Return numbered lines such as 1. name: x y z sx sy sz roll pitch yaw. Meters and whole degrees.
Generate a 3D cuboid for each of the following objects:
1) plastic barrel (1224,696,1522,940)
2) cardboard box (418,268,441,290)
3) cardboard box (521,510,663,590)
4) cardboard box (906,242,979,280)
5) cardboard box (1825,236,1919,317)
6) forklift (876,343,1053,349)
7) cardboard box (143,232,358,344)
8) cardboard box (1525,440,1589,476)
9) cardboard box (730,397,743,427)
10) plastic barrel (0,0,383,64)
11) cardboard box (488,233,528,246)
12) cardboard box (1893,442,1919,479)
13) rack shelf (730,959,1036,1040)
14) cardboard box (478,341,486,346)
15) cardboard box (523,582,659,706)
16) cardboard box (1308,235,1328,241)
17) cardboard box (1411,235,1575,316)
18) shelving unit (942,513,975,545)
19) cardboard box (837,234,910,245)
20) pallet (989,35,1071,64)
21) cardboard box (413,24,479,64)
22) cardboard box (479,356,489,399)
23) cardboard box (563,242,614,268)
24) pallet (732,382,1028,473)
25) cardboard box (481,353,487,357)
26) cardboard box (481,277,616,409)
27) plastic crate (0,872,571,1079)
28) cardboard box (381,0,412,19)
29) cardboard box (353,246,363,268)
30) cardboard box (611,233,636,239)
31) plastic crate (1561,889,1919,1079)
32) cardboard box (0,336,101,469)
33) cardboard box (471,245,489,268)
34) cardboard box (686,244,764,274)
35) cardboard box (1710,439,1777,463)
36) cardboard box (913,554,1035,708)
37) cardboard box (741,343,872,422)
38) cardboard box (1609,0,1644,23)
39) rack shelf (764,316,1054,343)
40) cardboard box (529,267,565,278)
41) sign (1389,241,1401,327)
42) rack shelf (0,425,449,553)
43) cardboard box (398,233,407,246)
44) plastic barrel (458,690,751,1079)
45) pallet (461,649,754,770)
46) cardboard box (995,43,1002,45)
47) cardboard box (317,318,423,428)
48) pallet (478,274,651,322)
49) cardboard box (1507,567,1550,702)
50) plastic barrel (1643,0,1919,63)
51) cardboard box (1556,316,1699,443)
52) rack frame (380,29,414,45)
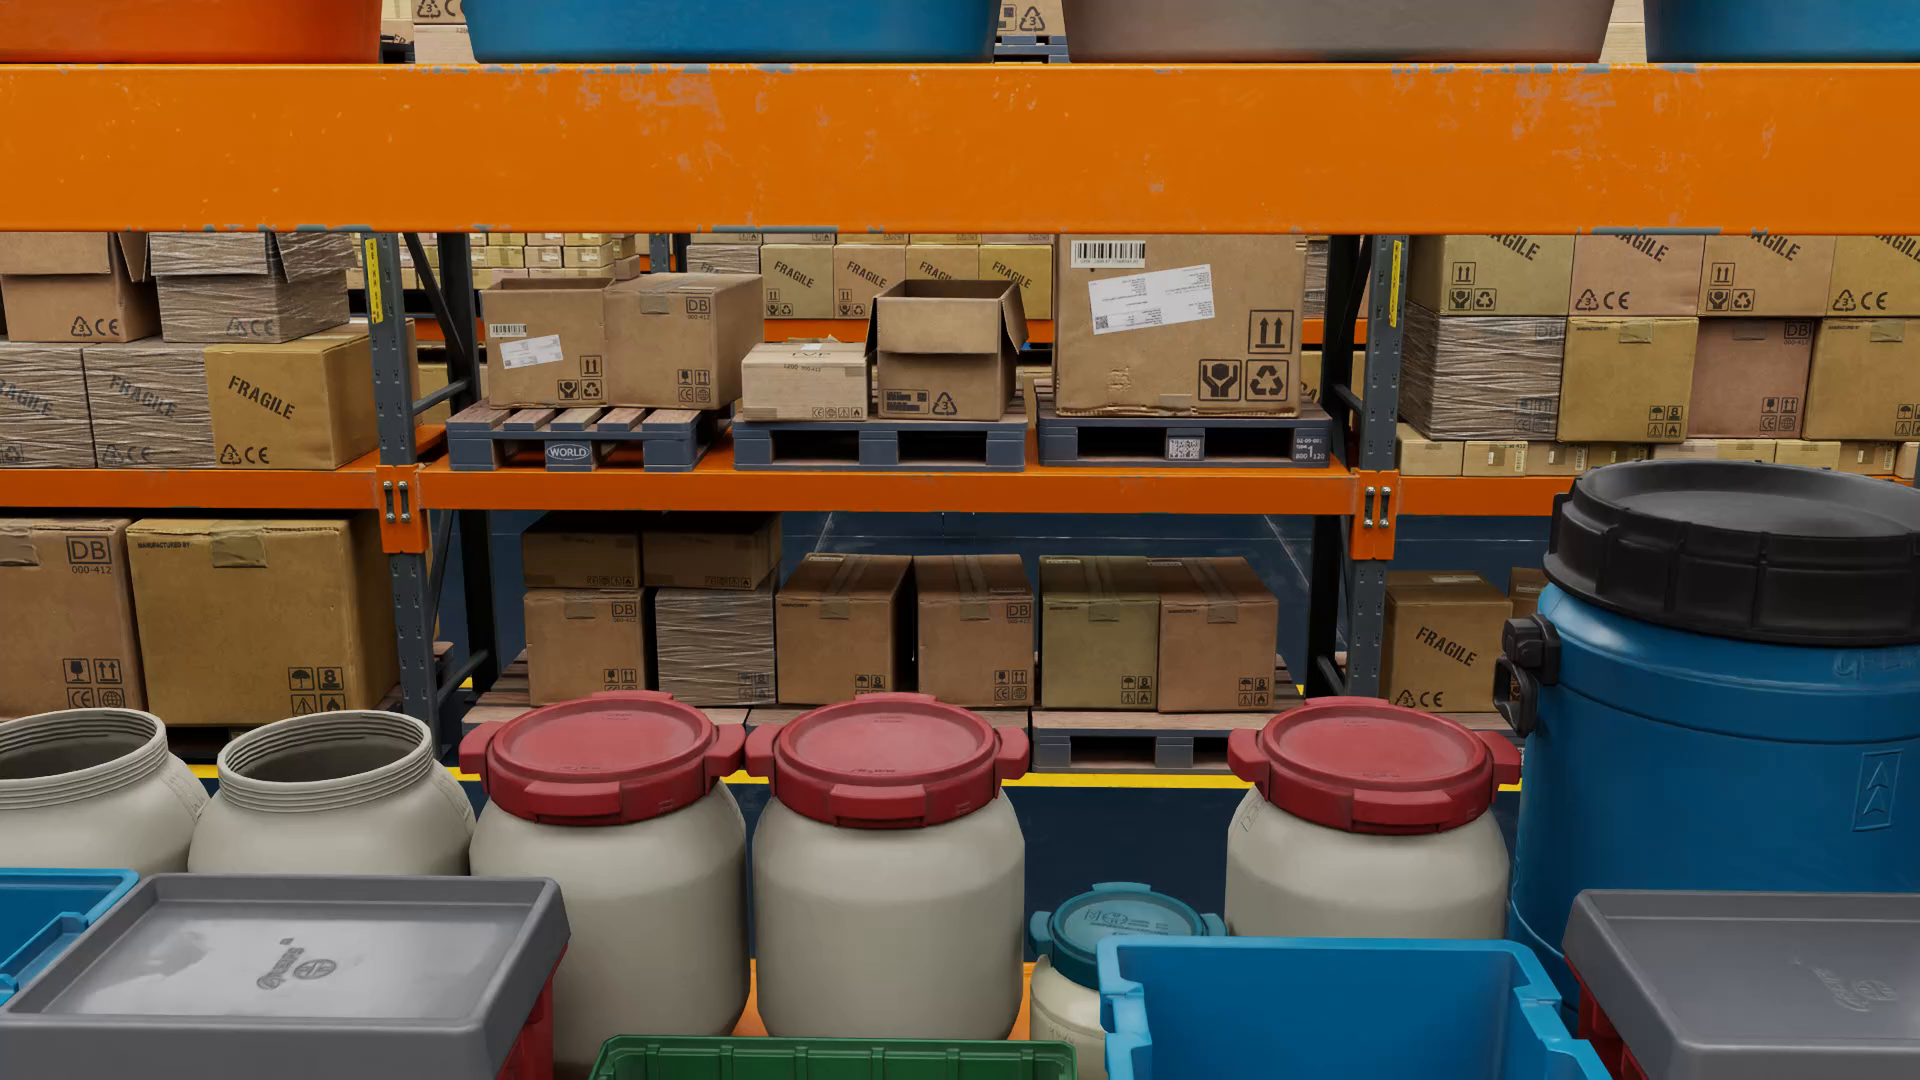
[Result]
1. plastic barrel: 0.623 0.559 2.574 0.433 0.535 0.433 0 15 0
2. cardboard box: -3.599 -1.841 11.609 0.250 0.149 0.380 0 15 -1
3. cardboard box: -1.628 0.028 7.421 0.500 0.250 0.500 1 15 4
4. cardboard box: -0.119 -1.833 11.712 0.500 0.500 0.500 0 15 1
5. cardboard box: 3.643 -1.177 6.683 0.500 0.500 0.500 0 15 1
6. forklift: 0.627 -2.630 15.064 3.031 2.935 1.130 -14 20 -42
7. cardboard box: -3.029 -1.144 7.135 0.637 0.503 0.797 1 15 3
8. cardboard box: 2.407 -0.377 6.881 0.250 0.149 0.380 0 15 1
9. cardboard box: -1.465 -0.955 12.165 0.750 0.750 1.050 0 15 1
10. plastic barrel: -0.956 -0.932 1.771 0.708 0.830 0.600 0 15 1
11. cardboard box: -3.086 -2.126 11.520 0.250 0.149 0.380 1 15 3
12. cardboard box: 3.906 -0.361 6.819 0.250 0.149 0.380 0 15 1
13. rack shelf: -0.426 1.022 2.497 4.000 0.370 1.077 0 15 1
14. cardboard box: -4.519 -2.343 17.184 0.875 0.875 0.875 1 15 3
15. cardboard box: -1.628 0.393 7.507 0.500 0.500 0.700 0 15 -2
16. cardboard box: 2.296 -2.424 11.736 0.550 0.550 0.875 0 15 1
17. cardboard box: 2.143 -1.184 6.708 0.500 0.500 0.500 0 15 1
18. shelving unit: -0.008 -0.435 10.725 0.210 0.900 0.258 0 15 1
19. cardboard box: -0.604 -2.387 11.851 0.500 0.500 0.700 0 15 1
20. pallet: 0.049 -1.973 6.925 1.003 0.211 1.213 0 15 1
21. cardboard box: -1.835 -1.912 6.621 0.500 0.250 0.500 1 15 2
22. cardboard box: -3.266 -1.161 11.969 0.500 0.250 0.500 1 15 2
23. cardboard box: -2.576 -1.979 11.546 0.250 0.149 0.380 1 15 3
24. pallet: -0.319 -0.507 7.257 1.213 0.211 1.003 0 15 1
25. cardboard box: -3.261 -1.293 12.467 0.500 0.250 0.500 0 15 1
26. cardboard box: -1.758 -0.860 7.201 0.500 0.500 0.500 -1 15 -5
27. plastic crate: -0.818 0.719 2.110 0.583 0.464 0.402 0 15 1
28. cardboard box: -3.768 -3.675 11.311 0.258 0.266 0.396 0 15 1
29. cardboard box: -4.124 -1.988 11.582 0.250 0.149 0.380 0 15 0
30. cardboard box: -2.532 -2.288 12.135 0.250 0.149 0.380 0 15 2
31. plastic crate: 1.082 0.731 2.064 0.583 0.464 0.402 0 15 1
32. cardboard box: -3.816 -0.598 7.029 0.500 0.500 0.500 0 15 0
33. cardboard box: -3.357 -1.983 11.562 0.250 0.149 0.380 0 15 2
34. cardboard box: -1.629 -1.843 11.749 0.500 0.500 0.500 1 15 2
35. cardboard box: 3.157 -0.375 6.872 0.250 0.149 0.380 0 15 1
36. cardboard box: 0.051 0.399 7.485 0.500 0.500 0.700 -1 15 -3
37. cardboard box: -0.629 -0.663 6.944 0.500 0.250 0.500 0 15 0
38. cardboard box: 2.557 -2.074 6.455 0.250 0.149 0.380 0 15 2
39. rack shelf: -0.072 -1.505 12.076 4.000 0.370 1.077 0 15 1
40. cardboard box: -2.824 -1.836 11.588 0.250 0.149 0.380 0 15 1
41. sign: 1.689 -0.994 6.459 0.005 0.325 0.100 0 15 1
42. rack shelf: -4.298 -0.267 7.383 4.000 0.370 1.077 0 15 1
43. cardboard box: -3.865 -2.131 11.539 0.250 0.149 0.380 1 15 4
44. plastic barrel: -0.543 0.552 2.603 0.433 0.535 0.433 0 15 0
45. pallet: -1.518 0.752 7.577 1.213 0.211 1.003 0 15 1
46. cardboard box: 0.170 -3.454 11.328 0.500 0.311 0.500 0 15 -1
47. cardboard box: -2.778 -0.723 7.504 0.500 0.500 0.500 1 15 3
48. pallet: -2.786 -1.751 11.973 1.003 0.211 1.213 0 15 1
49. cardboard box: 2.672 0.444 7.353 0.500 0.500 0.500 5 16 19
50. plastic barrel: 1.060 -0.954 1.712 0.708 0.901 0.600 0 15 1
51. cardboard box: 2.647 -0.737 6.975 0.500 0.500 0.875 0 15 1
52. rack frame: -2.299 -3.503 6.477 0.127 3.000 1.000 0 15 1
